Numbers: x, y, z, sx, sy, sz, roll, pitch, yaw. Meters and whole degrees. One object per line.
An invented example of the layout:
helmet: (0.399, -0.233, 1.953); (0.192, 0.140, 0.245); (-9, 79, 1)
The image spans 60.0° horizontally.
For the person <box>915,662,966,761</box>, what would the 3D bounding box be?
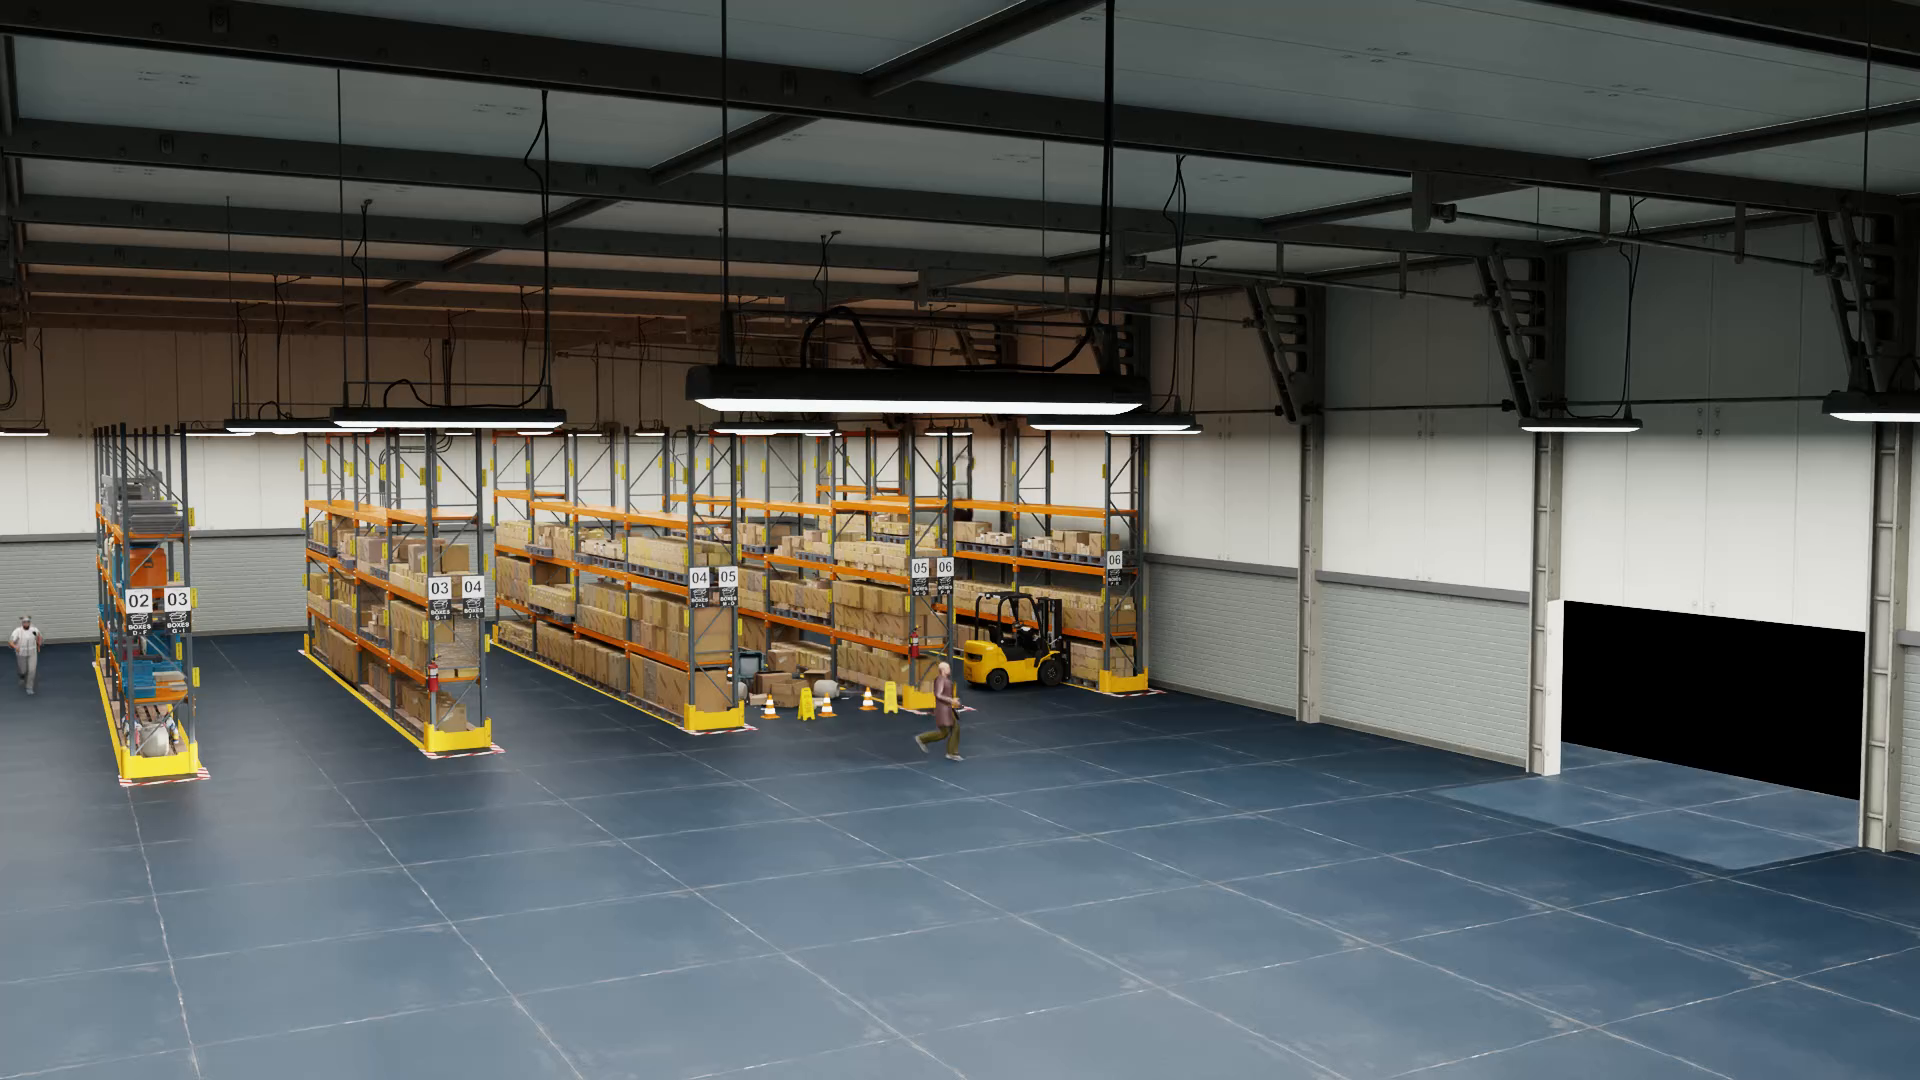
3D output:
person: (-0.343, 3.181, 29.688); (0.917, 1.567, 0.720); (1, 4, 11)

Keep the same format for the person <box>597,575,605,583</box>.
person: (-10.656, 1.869, 49.442); (0.612, 1.732, 0.683); (-2, 4, -31)

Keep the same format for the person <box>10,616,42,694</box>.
person: (-21.137, 2.591, 37.669); (0.672, 1.790, 0.814); (-3, 4, -37)
